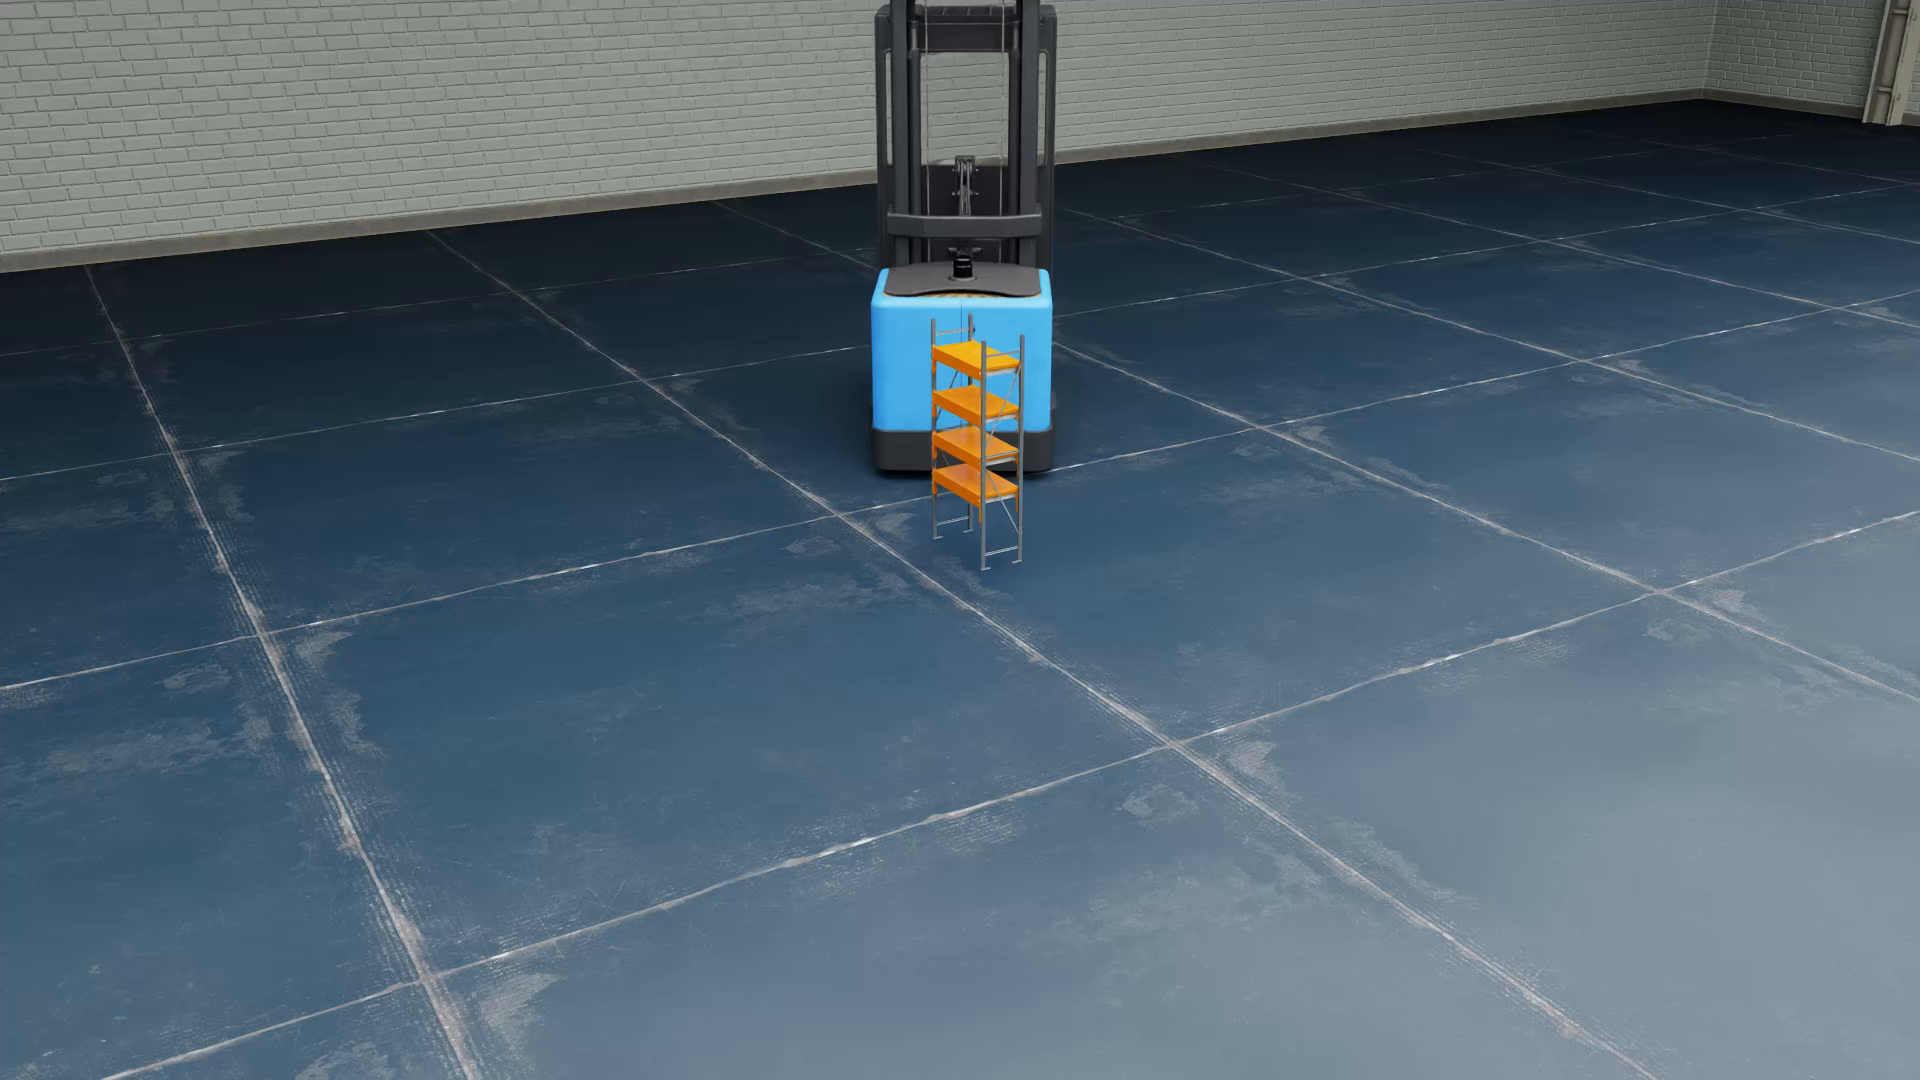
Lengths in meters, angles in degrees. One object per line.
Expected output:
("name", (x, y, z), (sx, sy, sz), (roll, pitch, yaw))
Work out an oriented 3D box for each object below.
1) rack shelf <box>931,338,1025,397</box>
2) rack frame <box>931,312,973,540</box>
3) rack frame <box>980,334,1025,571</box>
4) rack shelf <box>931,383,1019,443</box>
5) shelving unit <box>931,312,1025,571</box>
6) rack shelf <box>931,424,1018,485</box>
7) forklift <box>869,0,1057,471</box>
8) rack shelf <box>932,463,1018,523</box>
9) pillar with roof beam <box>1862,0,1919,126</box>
("rack shelf", (0.085, -0.866, 8.306), (0.258, 0.148, 0.480), (-13, 25, -28))
("rack frame", (-0.040, -0.581, 8.648), (0.240, 1.200, 0.015), (-13, 25, -28))
("rack frame", (0.209, -0.423, 8.259), (0.240, 1.200, 0.015), (-13, 25, -28))
("rack shelf", (0.085, -0.647, 8.395), (0.258, 0.148, 0.480), (-13, 25, -28))
("shelving unit", (0.085, -0.502, 8.454), (0.258, 1.200, 0.503), (-13, 25, -28))
("rack shelf", (0.085, -0.440, 8.479), (0.258, 0.148, 0.480), (-13, 25, -28))
("forklift", (0.041, -2.260, 10.480), (1.130, 2.935, 3.031), (0, 22, 1))
("rack shelf", (0.085, -0.256, 8.554), (0.258, 0.148, 0.480), (-13, 25, -28))
("pillar with roof beam", (9.053, -9.109, 19.272), (9.100, 9.000, 0.400), (-13, 25, -28))
